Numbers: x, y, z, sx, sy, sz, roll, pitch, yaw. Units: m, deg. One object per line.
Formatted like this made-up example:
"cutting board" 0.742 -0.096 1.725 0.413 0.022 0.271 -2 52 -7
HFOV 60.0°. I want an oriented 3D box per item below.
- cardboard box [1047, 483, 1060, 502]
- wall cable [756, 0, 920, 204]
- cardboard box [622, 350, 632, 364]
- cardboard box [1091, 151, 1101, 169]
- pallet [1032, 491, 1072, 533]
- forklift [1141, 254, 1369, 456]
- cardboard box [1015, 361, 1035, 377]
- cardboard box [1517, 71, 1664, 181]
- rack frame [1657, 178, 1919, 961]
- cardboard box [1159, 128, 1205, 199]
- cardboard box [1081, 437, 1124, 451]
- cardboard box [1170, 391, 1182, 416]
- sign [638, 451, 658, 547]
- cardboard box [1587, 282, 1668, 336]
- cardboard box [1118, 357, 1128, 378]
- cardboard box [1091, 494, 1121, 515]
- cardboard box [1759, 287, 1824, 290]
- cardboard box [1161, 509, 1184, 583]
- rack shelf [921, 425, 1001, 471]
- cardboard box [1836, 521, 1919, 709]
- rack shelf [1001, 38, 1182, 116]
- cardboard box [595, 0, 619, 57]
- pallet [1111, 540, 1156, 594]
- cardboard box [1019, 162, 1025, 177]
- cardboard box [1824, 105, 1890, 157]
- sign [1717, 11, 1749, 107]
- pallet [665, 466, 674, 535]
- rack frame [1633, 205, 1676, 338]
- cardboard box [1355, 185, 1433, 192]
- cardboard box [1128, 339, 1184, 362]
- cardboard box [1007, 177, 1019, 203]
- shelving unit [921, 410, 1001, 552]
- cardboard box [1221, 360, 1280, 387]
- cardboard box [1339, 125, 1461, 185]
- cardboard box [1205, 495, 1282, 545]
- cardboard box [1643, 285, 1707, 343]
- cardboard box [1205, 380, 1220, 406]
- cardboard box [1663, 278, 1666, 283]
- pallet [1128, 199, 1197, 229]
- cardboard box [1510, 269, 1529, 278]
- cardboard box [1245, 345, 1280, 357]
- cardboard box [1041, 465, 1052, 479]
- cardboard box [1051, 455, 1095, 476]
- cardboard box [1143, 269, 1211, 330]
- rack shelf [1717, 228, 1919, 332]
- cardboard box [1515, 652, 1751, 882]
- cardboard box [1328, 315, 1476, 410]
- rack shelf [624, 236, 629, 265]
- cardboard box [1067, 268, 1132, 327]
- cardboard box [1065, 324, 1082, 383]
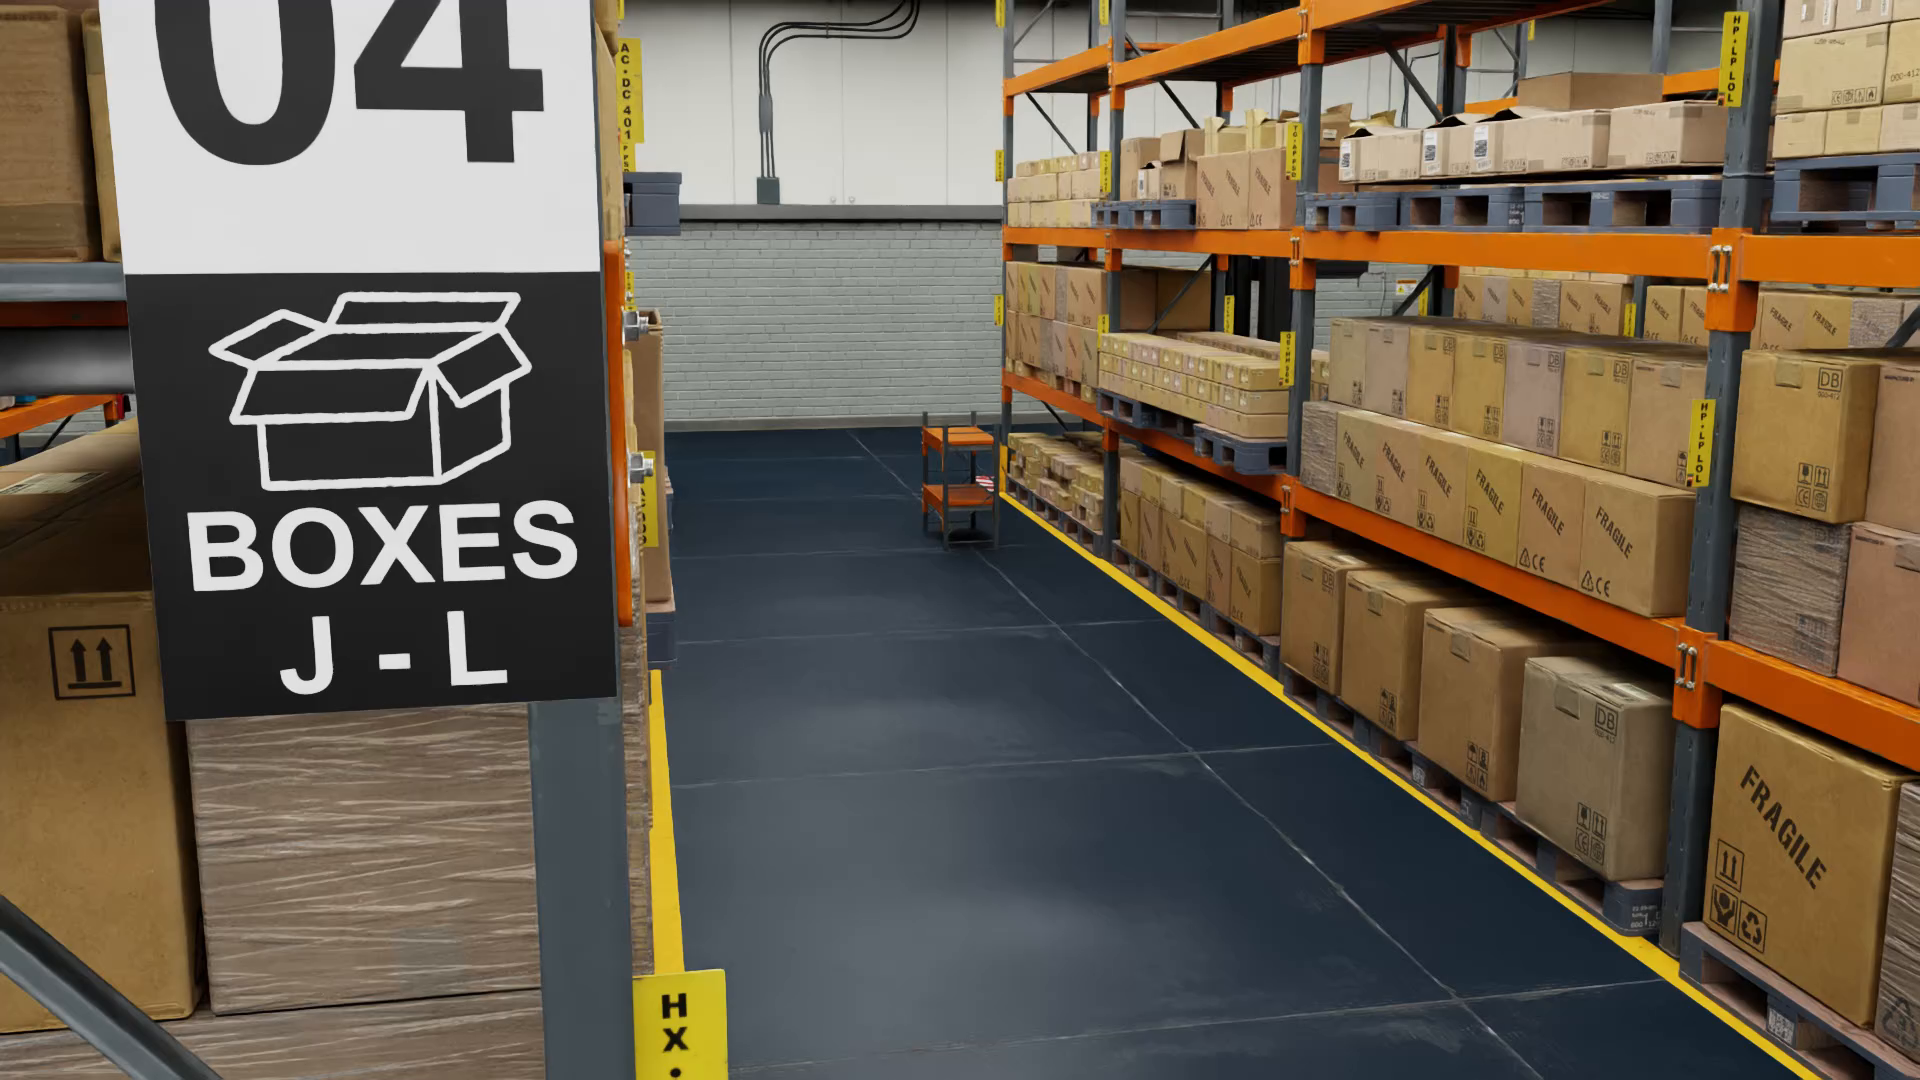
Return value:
"cardboard box" 1.055 -0.467 16.132 0.380 0.149 0.250 -2 11 -11
"wall cable" -1.651 -7.581 22.354 2.277 5.999 0.120 -2 11 -11
"cardboard box" -1.241 -0.304 5.033 0.500 0.500 0.500 -2 11 -11
"cardboard box" 1.340 -3.256 14.256 0.380 0.149 0.250 -2 11 -10
"pallet" 1.325 -0.295 16.183 1.003 0.211 1.213 -2 11 -11
"forklift" 3.334 -1.762 16.615 3.031 2.935 1.130 -6 12 -27
"cardboard box" 0.784 -1.761 17.100 0.380 0.149 0.250 -2 11 -13
"cardboard box" 3.121 -2.055 8.290 0.500 0.500 0.500 -2 11 -11
"rack frame" 3.287 0.148 6.395 1.000 3.000 0.127 -2 11 -11
"cardboard box" 1.902 -2.761 12.261 0.797 0.503 0.637 -2 11 -12
"cardboard box" 1.472 -0.972 17.190 0.380 0.149 0.250 -2 11 -12
"cardboard box" 1.717 -0.977 11.858 0.380 0.149 0.250 -2 11 -9
"sign" -1.068 -0.136 5.575 0.100 0.325 0.005 -2 11 -11
"cardboard box" 6.204 -2.134 15.446 0.500 0.500 0.500 -2 11 -11
"cardboard box" 1.459 -1.364 13.095 0.380 0.149 0.250 -2 11 -10
"cardboard box" 1.358 -0.317 14.546 0.380 0.149 0.250 -2 11 -10
"cardboard box" 7.008 -1.890 14.165 0.500 0.500 0.500 -2 11 -10
"cardboard box" 1.834 0.040 12.524 0.500 0.500 0.500 -2 11 -10
"rack shelf" -0.001 -0.841 15.043 0.538 0.278 1.000 -2 11 -11
"cardboard box" 3.499 0.242 5.502 0.875 0.550 0.550 -2 11 -11
"rack shelf" 1.342 -4.278 15.538 1.077 0.370 4.000 -2 11 -11
"cardboard box" -0.603 -0.662 1.965 0.380 0.149 0.250 -2 11 -10
"pallet" 1.883 0.194 13.615 1.003 0.211 1.213 -2 11 -11
"cardboard box" 0.805 -3.726 16.728 0.380 0.149 0.250 -2 11 -11
"cardboard box" 3.076 -1.331 5.425 0.380 0.149 0.250 -2 11 -11
"sign" 2.756 -1.712 5.924 0.100 0.325 0.005 -2 11 -11
"pallet" -2.133 -0.202 8.751 1.213 0.211 1.003 -2 11 -11
"rack frame" 6.566 -1.518 15.147 1.000 3.000 0.127 -2 11 -11
"cardboard box" 2.659 -2.222 10.561 0.500 0.500 0.500 -2 11 -11
"cardboard box" 1.510 -1.461 12.809 0.380 0.149 0.250 -2 11 -12
"cardboard box" 0.785 -3.606 17.163 0.500 0.250 0.500 -2 11 -10
"shelving unit" -0.001 -0.554 15.098 0.538 1.125 1.048 -2 11 -11
"cardboard box" 1.917 -1.080 10.805 0.380 0.149 0.250 -2 11 -12
"cardboard box" 2.434 -2.130 9.189 0.500 0.311 0.500 -2 11 -11
"cardboard box" 2.009 -0.140 11.467 0.500 0.250 0.500 -2 11 -10
"cardboard box" 6.370 -1.967 14.565 0.500 0.500 0.500 -2 11 -10
"cardboard box" 1.859 -0.985 11.105 0.380 0.149 0.250 -2 11 -10
"cardboard box" 6.694 -2.490 15.581 0.380 0.149 0.250 -2 11 -10
"pallet" 1.951 -2.393 12.227 1.213 0.211 1.003 -2 11 -11
"cardboard box" 5.846 -2.749 16.941 0.380 0.149 0.250 -2 11 -12
"cardboard box" 2.307 -1.339 12.168 0.380 0.149 0.250 -2 11 -12
"cardboard box" 1.023 -0.709 16.605 0.380 0.149 0.250 -3 11 -14
"cardboard box" 1.080 -0.709 15.812 0.380 0.149 0.250 -3 11 -13
"cardboard box" 1.882 -2.097 14.455 0.500 0.500 0.500 -2 11 -10
"rack shelf" 3.676 -0.605 4.255 1.077 0.370 4.000 -2 11 -11
"cardboard box" 3.078 0.937 7.147 1.050 0.750 0.750 -2 11 -11
"cardboard box" 2.586 -1.043 9.712 0.700 0.500 0.500 -2 11 -11
"rack shelf" -2.765 -1.910 11.113 1.077 0.370 4.000 -2 11 -11
"cardboard box" 1.268 -2.176 14.872 0.500 0.500 0.500 -2 11 -13
"cardboard box" 1.260 -1.688 14.980 0.500 0.500 0.500 -2 11 -13
